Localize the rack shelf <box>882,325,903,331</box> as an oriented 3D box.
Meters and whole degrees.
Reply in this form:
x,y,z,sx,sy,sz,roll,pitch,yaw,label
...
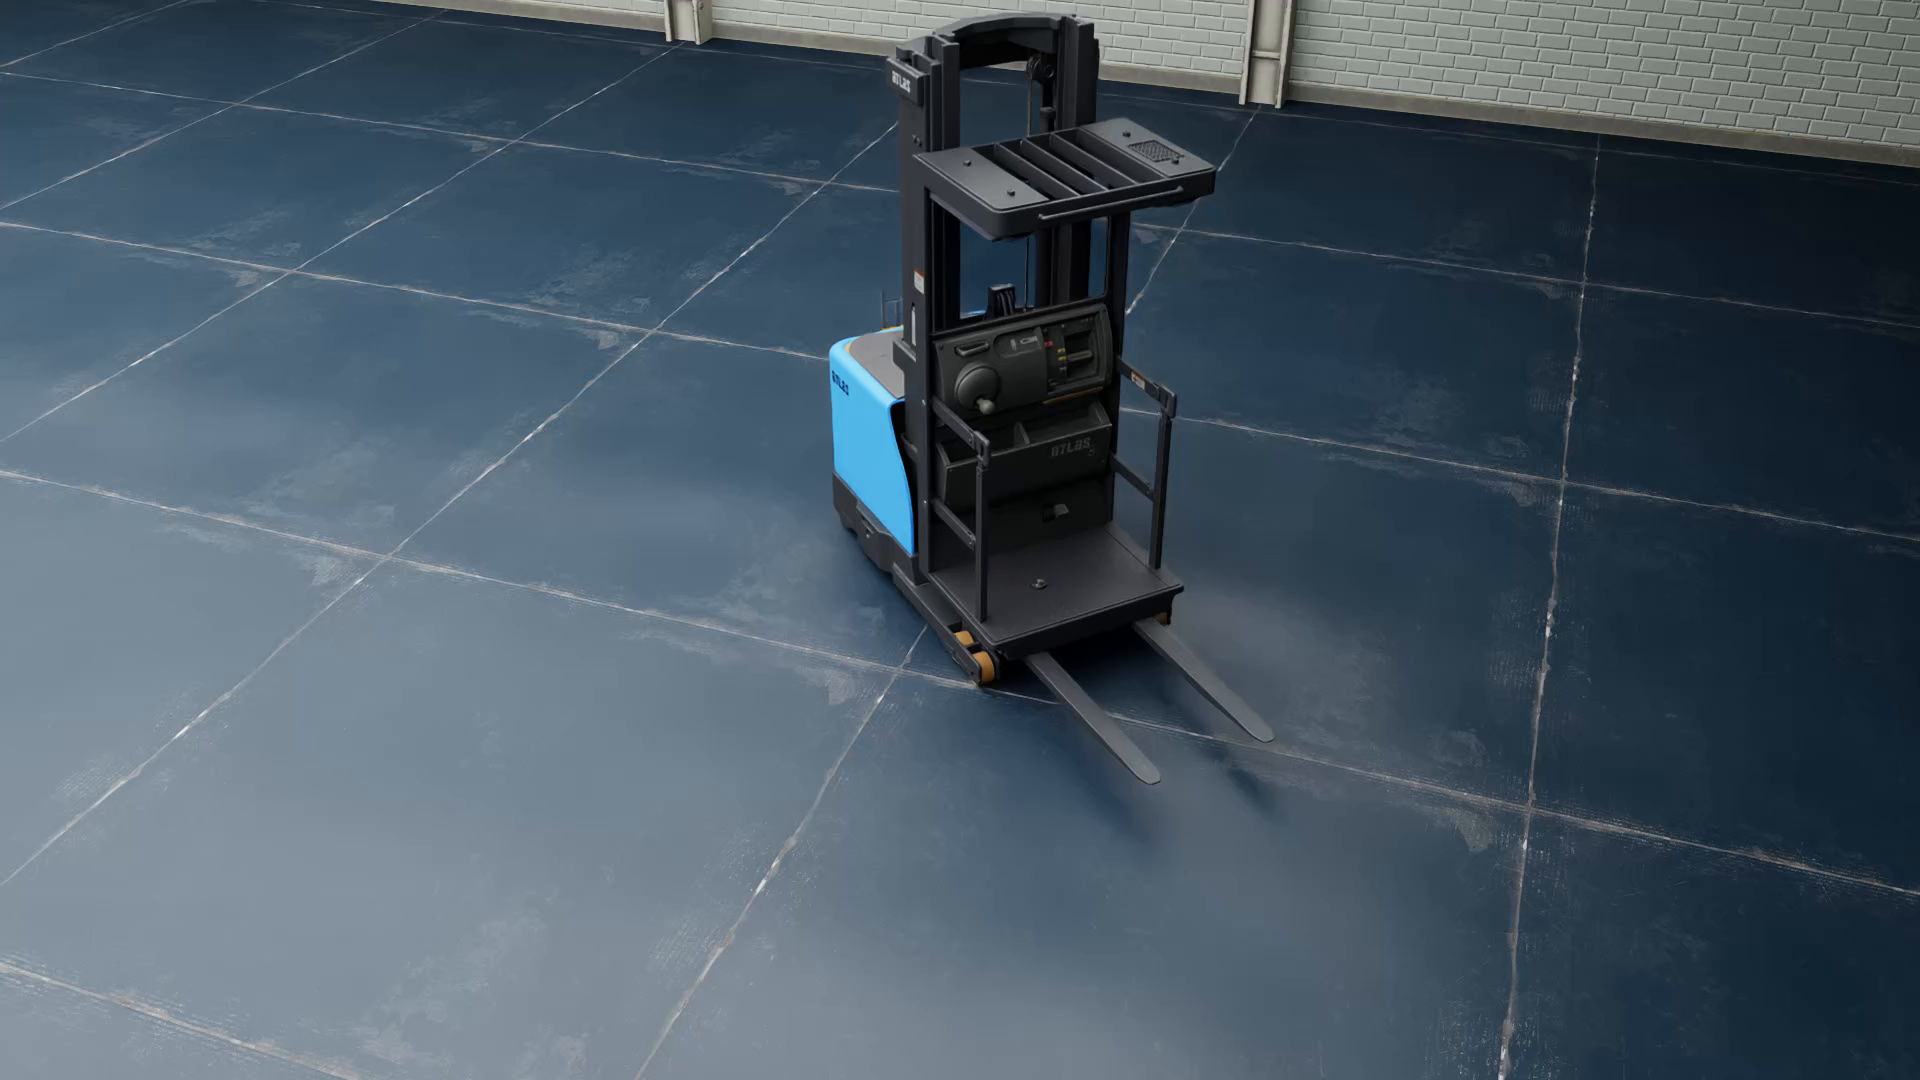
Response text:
x,y,z,sx,sy,sz,roll,pitch,yaw,label
-0.285,-1.126,9.274,0.258,0.103,0.180,-16,36,-23,rack shelf

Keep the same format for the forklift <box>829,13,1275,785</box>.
x,y,z,sx,sy,sz,roll,pitch,yaw,label
0.415,-0.800,7.755,1.130,2.935,3.031,-16,36,-23,forklift

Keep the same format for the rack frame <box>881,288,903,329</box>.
x,y,z,sx,sy,sz,roll,pitch,yaw,label
-0.327,-0.905,9.514,0.240,1.200,0.006,-16,36,-23,rack frame

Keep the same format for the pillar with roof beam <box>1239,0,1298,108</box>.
x,y,z,sx,sy,sz,roll,pitch,yaw,label
1.389,-5.699,9.749,0.400,9.000,9.100,11,34,16,pillar with roof beam

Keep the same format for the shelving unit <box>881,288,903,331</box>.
x,y,z,sx,sy,sz,roll,pitch,yaw,label
-0.285,-0.861,9.445,0.258,1.200,0.189,-16,36,-23,shelving unit

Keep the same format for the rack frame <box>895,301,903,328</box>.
x,y,z,sx,sy,sz,roll,pitch,yaw,label
-0.243,-0.817,9.377,0.240,1.200,0.006,-16,36,-23,rack frame

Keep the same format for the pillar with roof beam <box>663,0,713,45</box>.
x,y,z,sx,sy,sz,roll,pitch,yaw,label
-4.259,-6.797,11.450,0.400,9.000,9.100,11,34,16,pillar with roof beam
